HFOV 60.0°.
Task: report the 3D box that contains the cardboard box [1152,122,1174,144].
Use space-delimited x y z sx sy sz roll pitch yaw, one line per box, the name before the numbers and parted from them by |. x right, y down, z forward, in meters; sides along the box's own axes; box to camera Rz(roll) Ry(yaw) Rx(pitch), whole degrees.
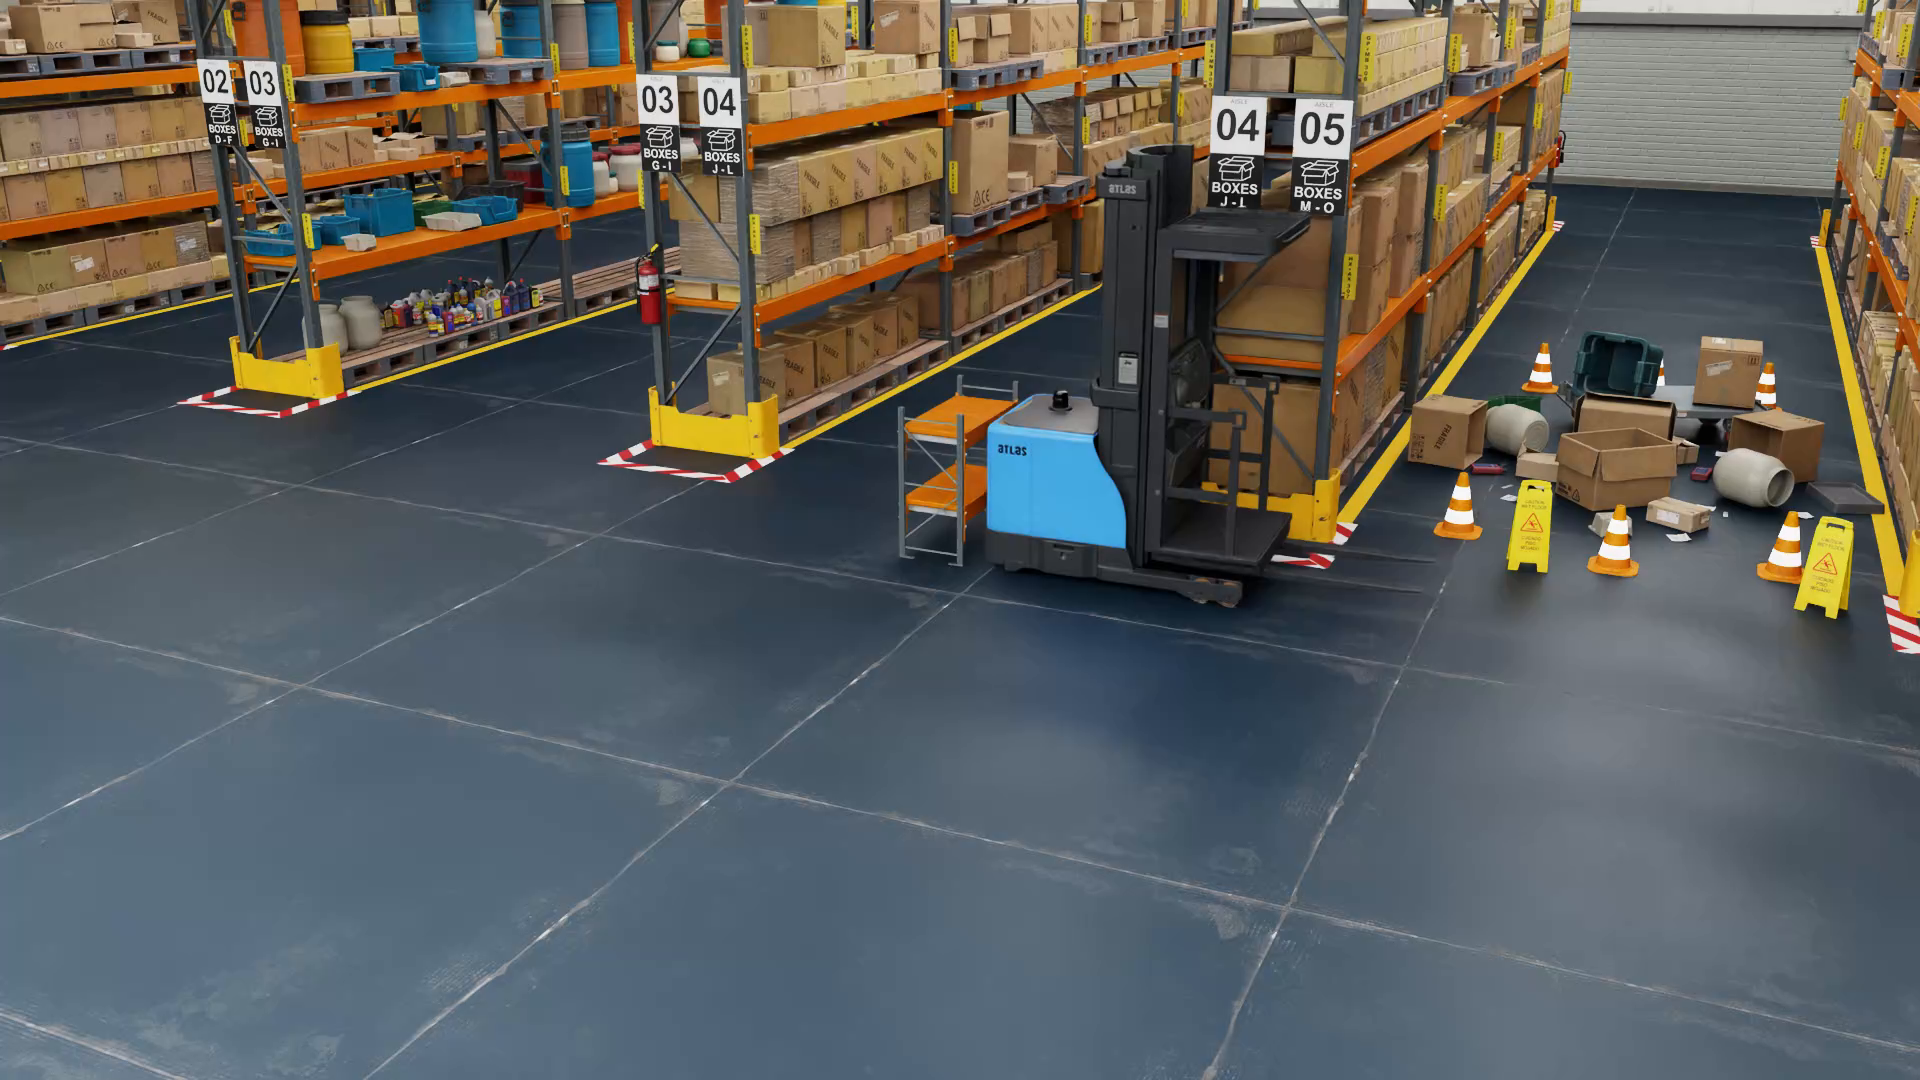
cardboard box | 2.763 -5.755 24.025 0.500 0.500 0.500 9 21 23

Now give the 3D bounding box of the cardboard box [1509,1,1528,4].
cardboard box | 8.079 -7.782 24.280 0.380 0.149 0.250 9 22 24

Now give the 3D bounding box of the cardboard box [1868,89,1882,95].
cardboard box | 12.057 -5.792 21.669 0.380 0.149 0.250 8 21 22

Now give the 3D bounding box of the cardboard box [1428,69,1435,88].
cardboard box | 3.848 -3.960 14.249 0.380 0.149 0.250 9 21 24

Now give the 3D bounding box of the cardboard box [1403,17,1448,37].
cardboard box | 4.054 -4.491 14.553 0.380 0.149 0.250 8 21 22

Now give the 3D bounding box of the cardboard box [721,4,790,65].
cardboard box | -1.805 -4.565 15.011 0.500 0.500 0.500 9 21 23

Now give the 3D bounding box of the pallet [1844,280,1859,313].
pallet | 11.499 -2.968 20.501 1.003 0.211 1.213 9 21 23

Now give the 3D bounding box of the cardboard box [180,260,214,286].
cardboard box | -9.811 -3.382 20.979 0.500 0.250 0.500 9 21 23

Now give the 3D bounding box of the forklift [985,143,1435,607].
forklift | 1.743 -1.130 11.273 3.031 2.935 1.130 8 21 21

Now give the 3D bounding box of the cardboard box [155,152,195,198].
cardboard box | -9.993 -4.552 20.642 0.700 0.500 0.500 8 21 22

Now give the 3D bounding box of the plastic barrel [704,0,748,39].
plastic barrel | -3.216 -7.332 22.864 0.600 0.830 0.708 9 21 23

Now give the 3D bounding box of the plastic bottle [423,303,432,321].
plastic bottle | -5.998 -2.574 18.749 0.097 0.201 0.097 0 20 0

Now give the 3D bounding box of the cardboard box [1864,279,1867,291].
cardboard box | 10.836 -2.974 18.900 0.875 0.875 0.875 9 21 23

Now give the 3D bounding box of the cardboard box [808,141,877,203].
cardboard box | -1.121 -3.468 15.657 0.500 0.500 0.500 9 21 23

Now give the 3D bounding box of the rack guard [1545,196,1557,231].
rack guard | 8.796 -5.199 26.341 1.175 0.500 0.348 9 21 23

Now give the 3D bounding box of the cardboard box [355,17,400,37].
cardboard box | -8.301 -7.257 23.519 0.500 0.250 0.500 9 22 24

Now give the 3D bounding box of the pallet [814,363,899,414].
pallet | -1.312 -1.544 16.497 1.003 0.211 1.213 9 21 23

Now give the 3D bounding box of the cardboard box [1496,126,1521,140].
cardboard box | 7.203 -5.387 22.000 0.380 0.149 0.250 10 22 25

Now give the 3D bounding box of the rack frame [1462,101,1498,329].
rack frame | 5.551 -3.954 19.110 1.000 3.000 0.127 9 21 23

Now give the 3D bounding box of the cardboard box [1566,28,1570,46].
cardboard box | 8.882 -7.567 25.017 0.500 0.250 0.500 8 21 22

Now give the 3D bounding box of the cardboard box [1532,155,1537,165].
cardboard box | 7.982 -5.428 23.631 0.380 0.149 0.250 9 21 24

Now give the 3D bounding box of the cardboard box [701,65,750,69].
cardboard box | -2.073 -4.120 14.730 0.380 0.149 0.250 9 21 23

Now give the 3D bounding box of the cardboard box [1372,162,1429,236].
cardboard box | 3.611 -3.019 14.645 0.875 0.550 0.550 9 21 23

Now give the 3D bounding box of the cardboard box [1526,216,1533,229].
cardboard box | 8.126 -4.639 24.221 0.380 0.149 0.250 8 21 22

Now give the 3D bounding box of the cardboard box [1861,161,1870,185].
cardboard box | 10.890 -4.284 19.515 0.500 0.250 0.500 9 21 23

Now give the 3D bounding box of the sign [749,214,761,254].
sign | -1.714 -2.553 13.880 0.100 0.325 0.005 9 21 23

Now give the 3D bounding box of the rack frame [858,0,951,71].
rack frame | -0.571 -6.269 16.667 1.000 3.000 0.127 9 21 23

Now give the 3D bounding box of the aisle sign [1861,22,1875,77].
aisle sign | 13.149 -7.038 23.902 0.394 0.787 0.004 9 21 23

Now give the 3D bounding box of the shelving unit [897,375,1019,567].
shelving unit | 0.003 -0.532 12.286 0.538 1.125 1.048 9 21 23

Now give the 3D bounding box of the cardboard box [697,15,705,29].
cardboard box | -4.878 -9.470 30.367 0.500 0.250 0.500 9 21 23

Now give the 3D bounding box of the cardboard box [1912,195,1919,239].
cardboard box | 8.092 -2.637 13.321 0.700 0.500 0.500 8 21 22

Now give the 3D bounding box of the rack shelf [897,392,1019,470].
rack shelf | 0.003 -0.808 12.188 0.538 0.278 1.000 9 21 23

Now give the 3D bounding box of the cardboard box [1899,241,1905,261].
cardboard box | 8.727 -2.598 15.045 0.380 0.149 0.250 9 21 23

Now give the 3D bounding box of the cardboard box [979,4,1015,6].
cardboard box | 0.429 -6.099 19.769 0.500 0.500 0.500 9 21 23

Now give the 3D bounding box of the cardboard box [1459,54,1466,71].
cardboard box | 4.724 -4.664 16.229 0.380 0.149 0.250 9 21 23

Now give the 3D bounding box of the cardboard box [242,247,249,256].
cardboard box | -9.216 -3.795 22.139 0.500 0.250 0.500 8 21 21

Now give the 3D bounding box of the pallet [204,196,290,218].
pallet | -12.098 -5.621 27.960 1.003 0.211 1.213 9 21 23

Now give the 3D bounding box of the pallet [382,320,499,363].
pallet | -5.901 -2.235 18.437 1.003 0.211 1.213 9 21 23

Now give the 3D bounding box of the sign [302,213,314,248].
sign | -6.227 -2.953 15.883 0.100 0.325 0.005 9 21 23

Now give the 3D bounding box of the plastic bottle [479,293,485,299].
plastic bottle | -5.405 -2.662 18.875 0.061 0.283 0.133 9 21 23

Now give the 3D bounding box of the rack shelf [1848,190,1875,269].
rack shelf | 10.927 -3.578 19.127 1.077 0.370 4.000 9 21 23

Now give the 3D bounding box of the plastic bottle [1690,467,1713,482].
plastic bottle | 6.231 -0.561 13.956 0.133 0.061 0.283 13 23 32

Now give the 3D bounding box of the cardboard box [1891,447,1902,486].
cardboard box | 7.559 -0.515 12.916 0.500 0.250 0.500 8 21 22

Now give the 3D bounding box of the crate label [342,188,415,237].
crate label | -6.220 -3.516 17.826 0.502 0.435 0.616 9 21 23

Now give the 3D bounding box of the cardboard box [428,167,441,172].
cardboard box | -10.243 -7.315 31.665 0.700 0.500 0.500 8 21 22

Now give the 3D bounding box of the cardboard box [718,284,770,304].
cardboard box | -1.875 -2.156 14.430 0.380 0.149 0.250 9 21 23

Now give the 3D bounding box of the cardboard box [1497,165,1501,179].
cardboard box | 6.459 -4.548 20.529 0.380 0.149 0.250 9 21 23

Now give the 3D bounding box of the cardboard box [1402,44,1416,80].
cardboard box | 3.326 -3.811 13.237 0.500 0.250 0.500 8 21 22

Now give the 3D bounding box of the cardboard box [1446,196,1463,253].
cardboard box | 4.787 -3.209 16.867 0.500 0.500 0.500 8 21 22

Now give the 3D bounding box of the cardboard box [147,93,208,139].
cardboard box | -9.783 -5.325 20.880 0.700 0.500 0.500 9 21 23

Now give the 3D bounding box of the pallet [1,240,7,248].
pallet | -13.810 -4.406 24.543 1.003 0.211 1.213 9 21 23

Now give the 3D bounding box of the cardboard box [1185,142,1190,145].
cardboard box | 3.237 -5.895 24.943 0.380 0.149 0.250 8 21 21

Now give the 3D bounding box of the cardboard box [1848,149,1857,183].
cardboard box | 11.909 -4.911 21.651 0.500 0.500 0.500 8 21 21

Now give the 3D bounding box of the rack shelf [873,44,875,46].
rack shelf | -0.994 -8.254 27.797 1.077 0.370 4.000 9 21 23

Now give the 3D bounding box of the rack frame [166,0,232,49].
rack frame | -9.607 -7.630 20.493 1.000 3.000 0.127 9 21 23

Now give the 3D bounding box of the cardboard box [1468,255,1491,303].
cardboard box | 6.073 -3.155 19.969 0.500 0.500 0.500 8 21 20

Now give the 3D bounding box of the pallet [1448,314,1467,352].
pallet | 5.159 -2.410 18.929 1.003 0.211 1.213 9 21 23

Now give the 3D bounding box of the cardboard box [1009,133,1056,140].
cardboard box | 0.883 -4.740 20.544 0.500 0.500 0.500 6 20 16

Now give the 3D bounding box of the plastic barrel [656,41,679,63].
plastic barrel | -3.759 -6.272 21.359 0.301 0.262 0.301 0 20 0
